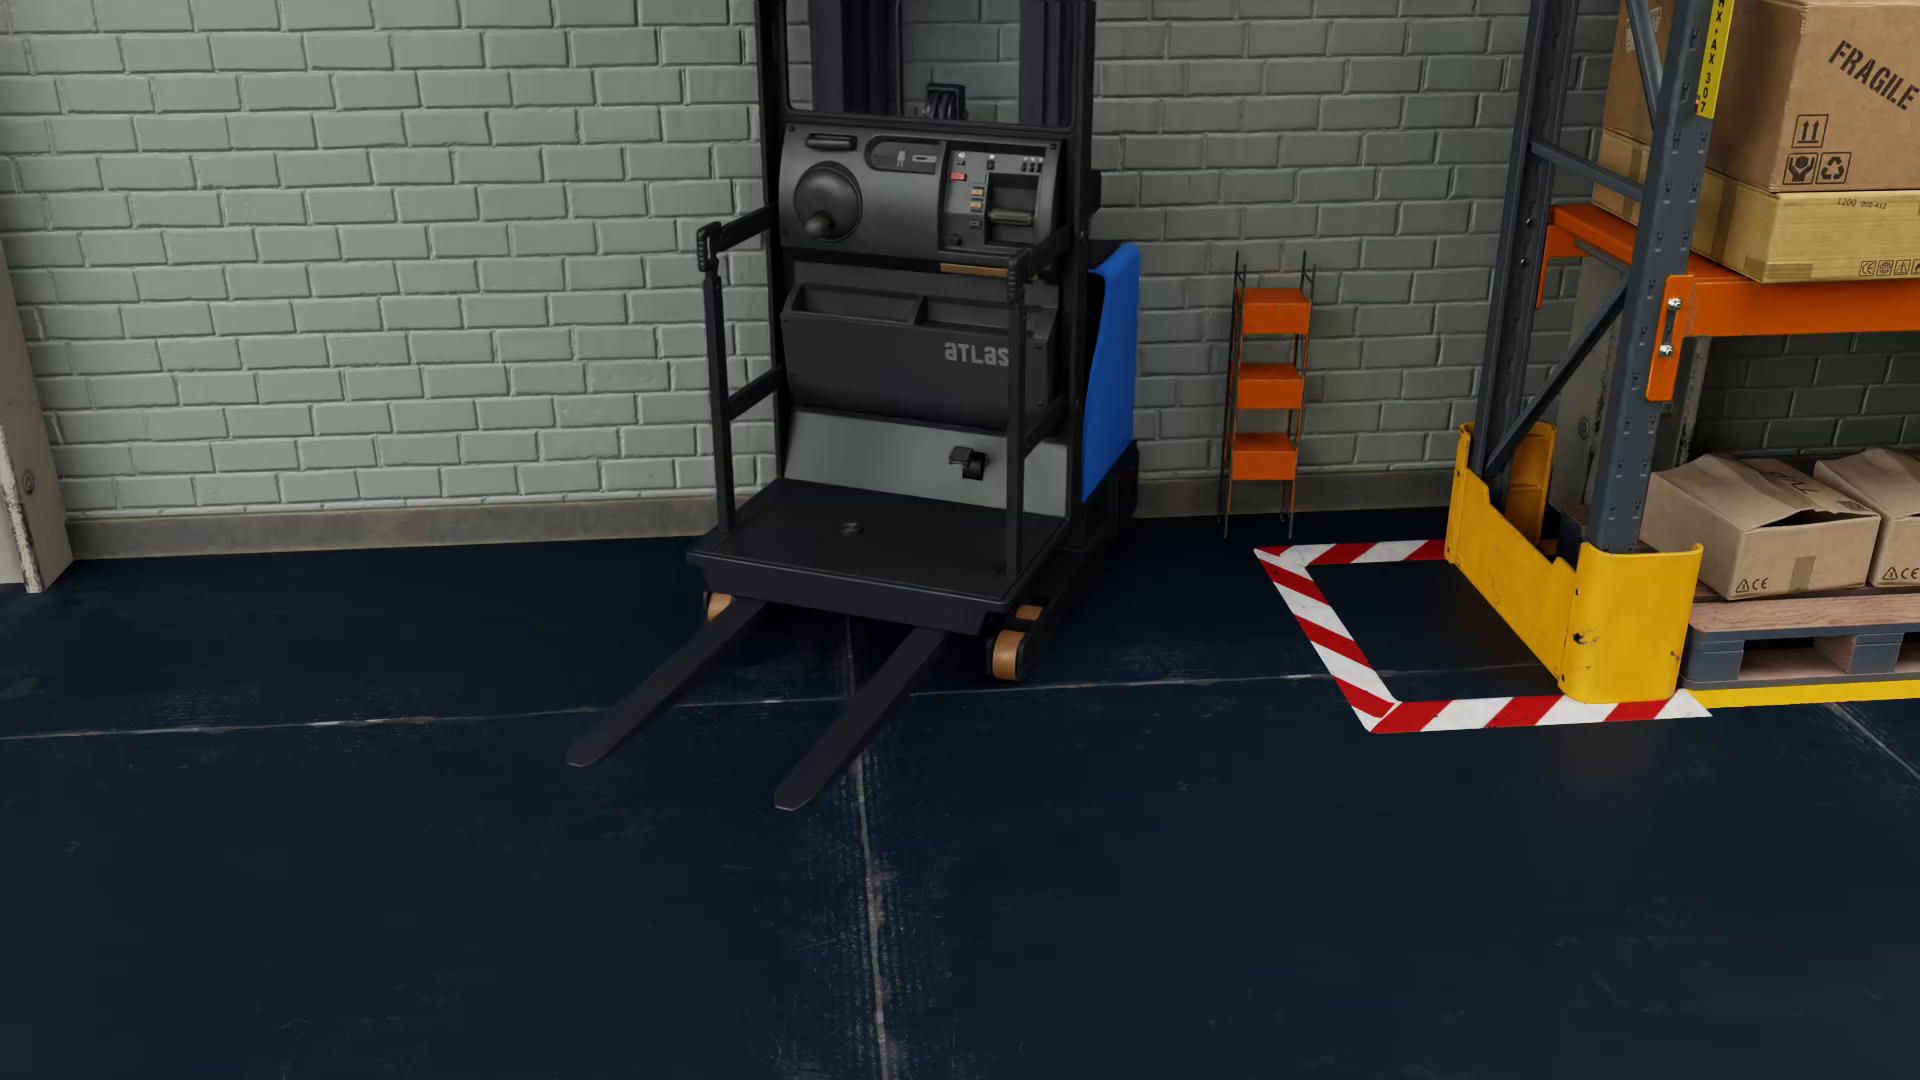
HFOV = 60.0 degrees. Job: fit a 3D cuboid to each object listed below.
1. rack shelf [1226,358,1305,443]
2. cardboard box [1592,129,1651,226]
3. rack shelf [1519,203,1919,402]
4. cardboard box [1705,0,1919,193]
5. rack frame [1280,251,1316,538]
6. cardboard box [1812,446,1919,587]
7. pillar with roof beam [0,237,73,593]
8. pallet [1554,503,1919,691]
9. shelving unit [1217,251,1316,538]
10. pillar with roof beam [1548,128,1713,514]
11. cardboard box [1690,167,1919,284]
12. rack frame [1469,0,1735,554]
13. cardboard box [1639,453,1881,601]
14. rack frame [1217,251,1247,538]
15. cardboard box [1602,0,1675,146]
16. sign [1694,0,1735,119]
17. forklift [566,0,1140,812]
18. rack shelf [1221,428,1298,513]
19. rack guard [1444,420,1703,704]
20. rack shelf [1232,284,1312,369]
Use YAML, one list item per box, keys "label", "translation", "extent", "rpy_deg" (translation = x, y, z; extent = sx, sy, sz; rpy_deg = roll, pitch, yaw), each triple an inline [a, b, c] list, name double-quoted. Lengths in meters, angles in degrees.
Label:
- label: "rack shelf"
  translation: [1.123, -0.517, 6.146]
  extent: [0.240, 0.259, 0.215]
  rpy_deg: [0, 24, 0]
- label: "cardboard box"
  translation: [2.374, -1.141, 5.284]
  extent: [0.500, 0.250, 0.500]
  rpy_deg: [-2, 24, -4]
- label: "rack shelf"
  translation: [3.918, -0.855, 5.366]
  extent: [4.000, 0.370, 1.077]
  rpy_deg: [-2, 24, -5]
- label: "cardboard box"
  translation: [2.433, -1.284, 4.683]
  extent: [0.500, 0.500, 0.500]
  rpy_deg: [-2, 24, -5]
- label: "rack frame"
  translation: [1.245, -0.527, 6.142]
  extent: [0.008, 1.050, 0.200]
  rpy_deg: [0, 24, 0]
- label: "cardboard box"
  translation: [3.193, -0.090, 5.528]
  extent: [0.500, 0.311, 0.500]
  rpy_deg: [0, 24, -1]
- label: "pillar with roof beam"
  translation: [-3.008, -2.243, 0.217]
  extent: [0.400, 9.000, 9.100]
  rpy_deg: [-2, 24, -5]
- label: "pallet"
  translation: [2.816, 0.149, 5.654]
  extent: [1.213, 0.211, 1.003]
  rpy_deg: [-2, 24, -5]
- label: "shelving unit"
  translation: [1.123, -0.527, 6.142]
  extent: [0.252, 1.050, 0.215]
  rpy_deg: [0, 24, 0]
- label: "pillar with roof beam"
  translation: [2.963, -2.482, 0.756]
  extent: [0.400, 9.000, 9.100]
  rpy_deg: [-2, 24, -5]
- label: "cardboard box"
  translation: [2.445, -0.935, 4.821]
  extent: [0.500, 0.250, 0.500]
  rpy_deg: [-3, 24, -7]
- label: "rack frame"
  translation: [1.928, -1.104, 5.040]
  extent: [0.127, 3.000, 1.000]
  rpy_deg: [-2, 24, -5]
- label: "cardboard box"
  translation: [2.626, -0.067, 5.477]
  extent: [0.500, 0.311, 0.500]
  rpy_deg: [-5, 24, -11]
- label: "rack frame"
  translation: [1.001, -0.527, 6.141]
  extent: [0.008, 1.050, 0.200]
  rpy_deg: [0, 24, 0]
- label: "cardboard box"
  translation: [2.376, -1.492, 5.150]
  extent: [0.500, 0.500, 0.500]
  rpy_deg: [-3, 24, -6]
- label: "sign"
  translation: [1.982, -1.280, 4.371]
  extent: [0.005, 0.325, 0.100]
  rpy_deg: [-2, 24, -5]
- label: "forklift"
  translation: [-0.208, -1.080, 5.071]
  extent: [1.130, 2.935, 3.031]
  rpy_deg: [8, 25, 18]
- label: "rack shelf"
  translation: [1.122, -0.263, 6.259]
  extent: [0.240, 0.259, 0.215]
  rpy_deg: [0, 24, 0]
- label: "rack guard"
  translation: [2.004, 0.036, 5.554]
  extent: [0.348, 0.500, 1.175]
  rpy_deg: [-2, 24, -5]
- label: "rack shelf"
  translation: [1.124, -0.776, 6.031]
  extent: [0.240, 0.259, 0.215]
  rpy_deg: [0, 24, 0]
